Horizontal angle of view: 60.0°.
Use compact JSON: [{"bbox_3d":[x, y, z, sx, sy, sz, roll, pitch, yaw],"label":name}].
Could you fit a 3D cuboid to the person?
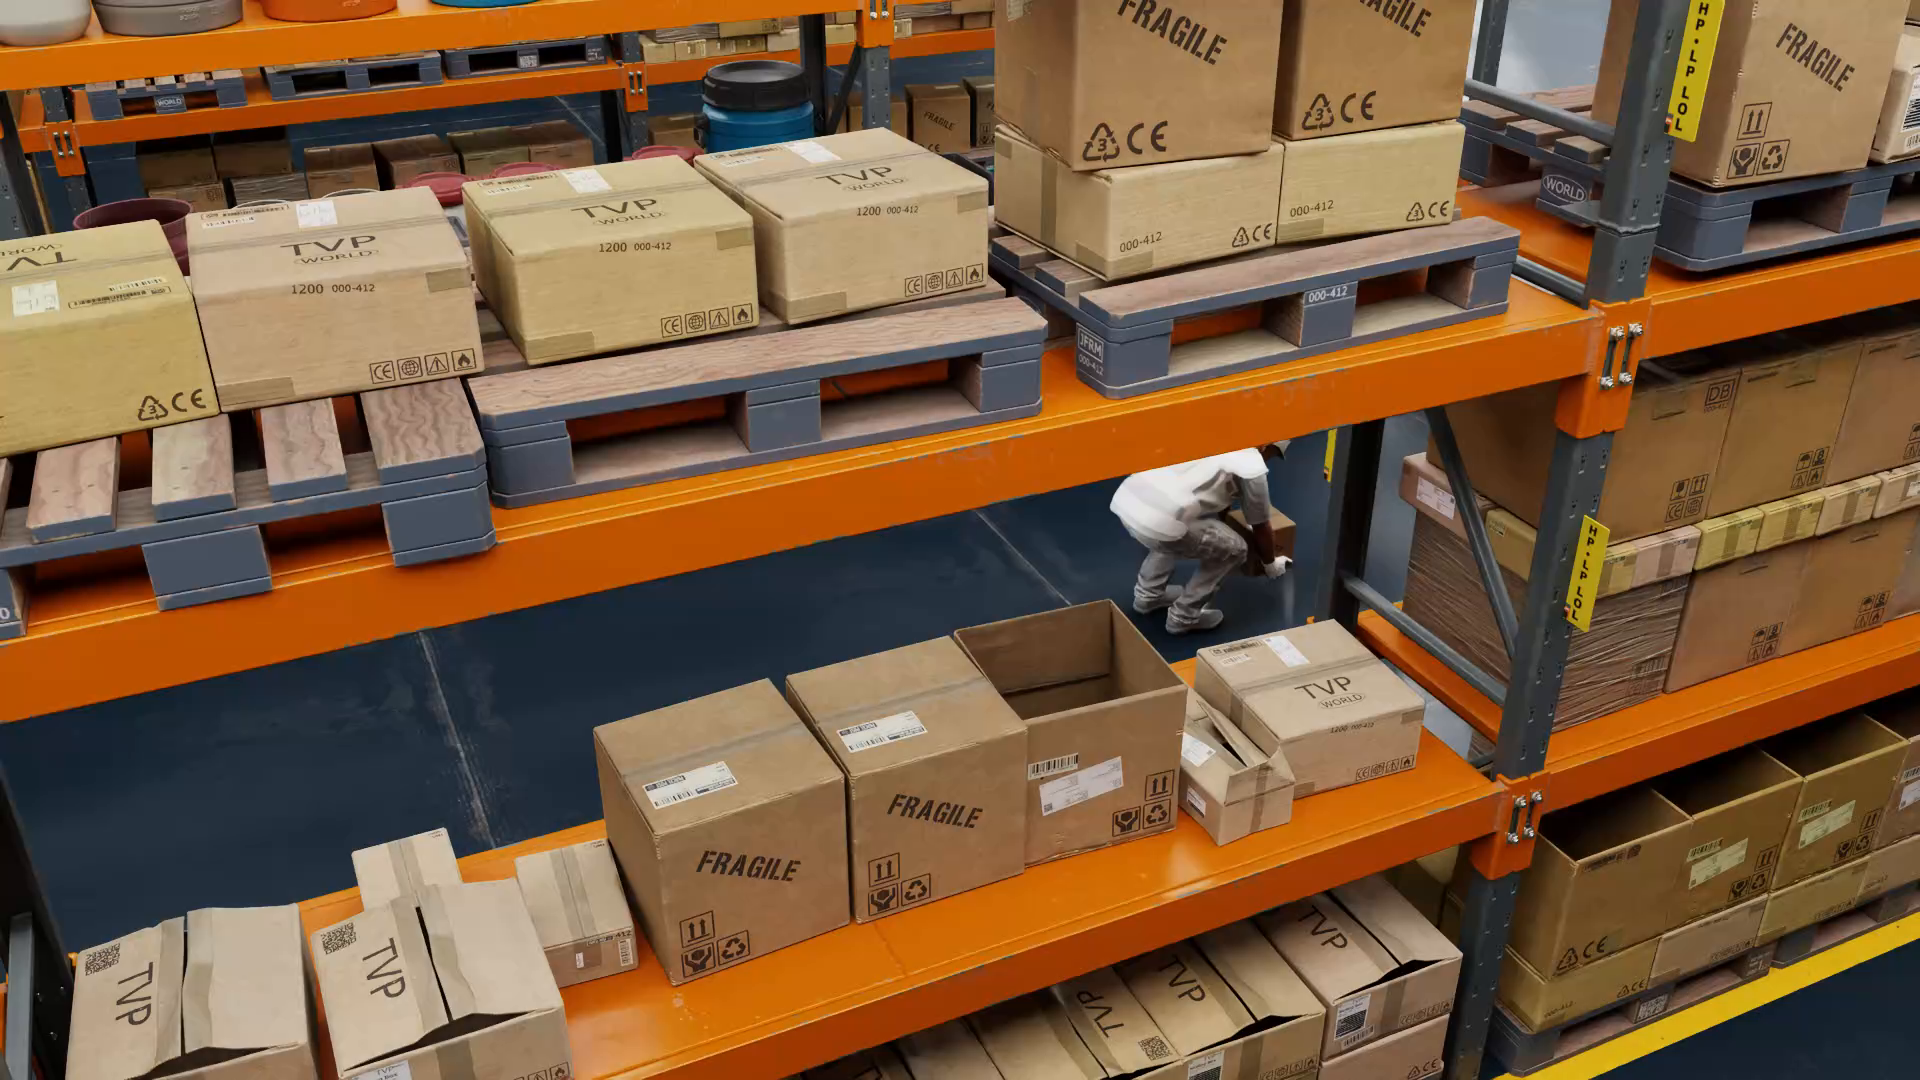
[{"bbox_3d":[1.175,-0.088,8.079,0.953,0.992,0.541,-14,32,-24],"label":"person"}]
